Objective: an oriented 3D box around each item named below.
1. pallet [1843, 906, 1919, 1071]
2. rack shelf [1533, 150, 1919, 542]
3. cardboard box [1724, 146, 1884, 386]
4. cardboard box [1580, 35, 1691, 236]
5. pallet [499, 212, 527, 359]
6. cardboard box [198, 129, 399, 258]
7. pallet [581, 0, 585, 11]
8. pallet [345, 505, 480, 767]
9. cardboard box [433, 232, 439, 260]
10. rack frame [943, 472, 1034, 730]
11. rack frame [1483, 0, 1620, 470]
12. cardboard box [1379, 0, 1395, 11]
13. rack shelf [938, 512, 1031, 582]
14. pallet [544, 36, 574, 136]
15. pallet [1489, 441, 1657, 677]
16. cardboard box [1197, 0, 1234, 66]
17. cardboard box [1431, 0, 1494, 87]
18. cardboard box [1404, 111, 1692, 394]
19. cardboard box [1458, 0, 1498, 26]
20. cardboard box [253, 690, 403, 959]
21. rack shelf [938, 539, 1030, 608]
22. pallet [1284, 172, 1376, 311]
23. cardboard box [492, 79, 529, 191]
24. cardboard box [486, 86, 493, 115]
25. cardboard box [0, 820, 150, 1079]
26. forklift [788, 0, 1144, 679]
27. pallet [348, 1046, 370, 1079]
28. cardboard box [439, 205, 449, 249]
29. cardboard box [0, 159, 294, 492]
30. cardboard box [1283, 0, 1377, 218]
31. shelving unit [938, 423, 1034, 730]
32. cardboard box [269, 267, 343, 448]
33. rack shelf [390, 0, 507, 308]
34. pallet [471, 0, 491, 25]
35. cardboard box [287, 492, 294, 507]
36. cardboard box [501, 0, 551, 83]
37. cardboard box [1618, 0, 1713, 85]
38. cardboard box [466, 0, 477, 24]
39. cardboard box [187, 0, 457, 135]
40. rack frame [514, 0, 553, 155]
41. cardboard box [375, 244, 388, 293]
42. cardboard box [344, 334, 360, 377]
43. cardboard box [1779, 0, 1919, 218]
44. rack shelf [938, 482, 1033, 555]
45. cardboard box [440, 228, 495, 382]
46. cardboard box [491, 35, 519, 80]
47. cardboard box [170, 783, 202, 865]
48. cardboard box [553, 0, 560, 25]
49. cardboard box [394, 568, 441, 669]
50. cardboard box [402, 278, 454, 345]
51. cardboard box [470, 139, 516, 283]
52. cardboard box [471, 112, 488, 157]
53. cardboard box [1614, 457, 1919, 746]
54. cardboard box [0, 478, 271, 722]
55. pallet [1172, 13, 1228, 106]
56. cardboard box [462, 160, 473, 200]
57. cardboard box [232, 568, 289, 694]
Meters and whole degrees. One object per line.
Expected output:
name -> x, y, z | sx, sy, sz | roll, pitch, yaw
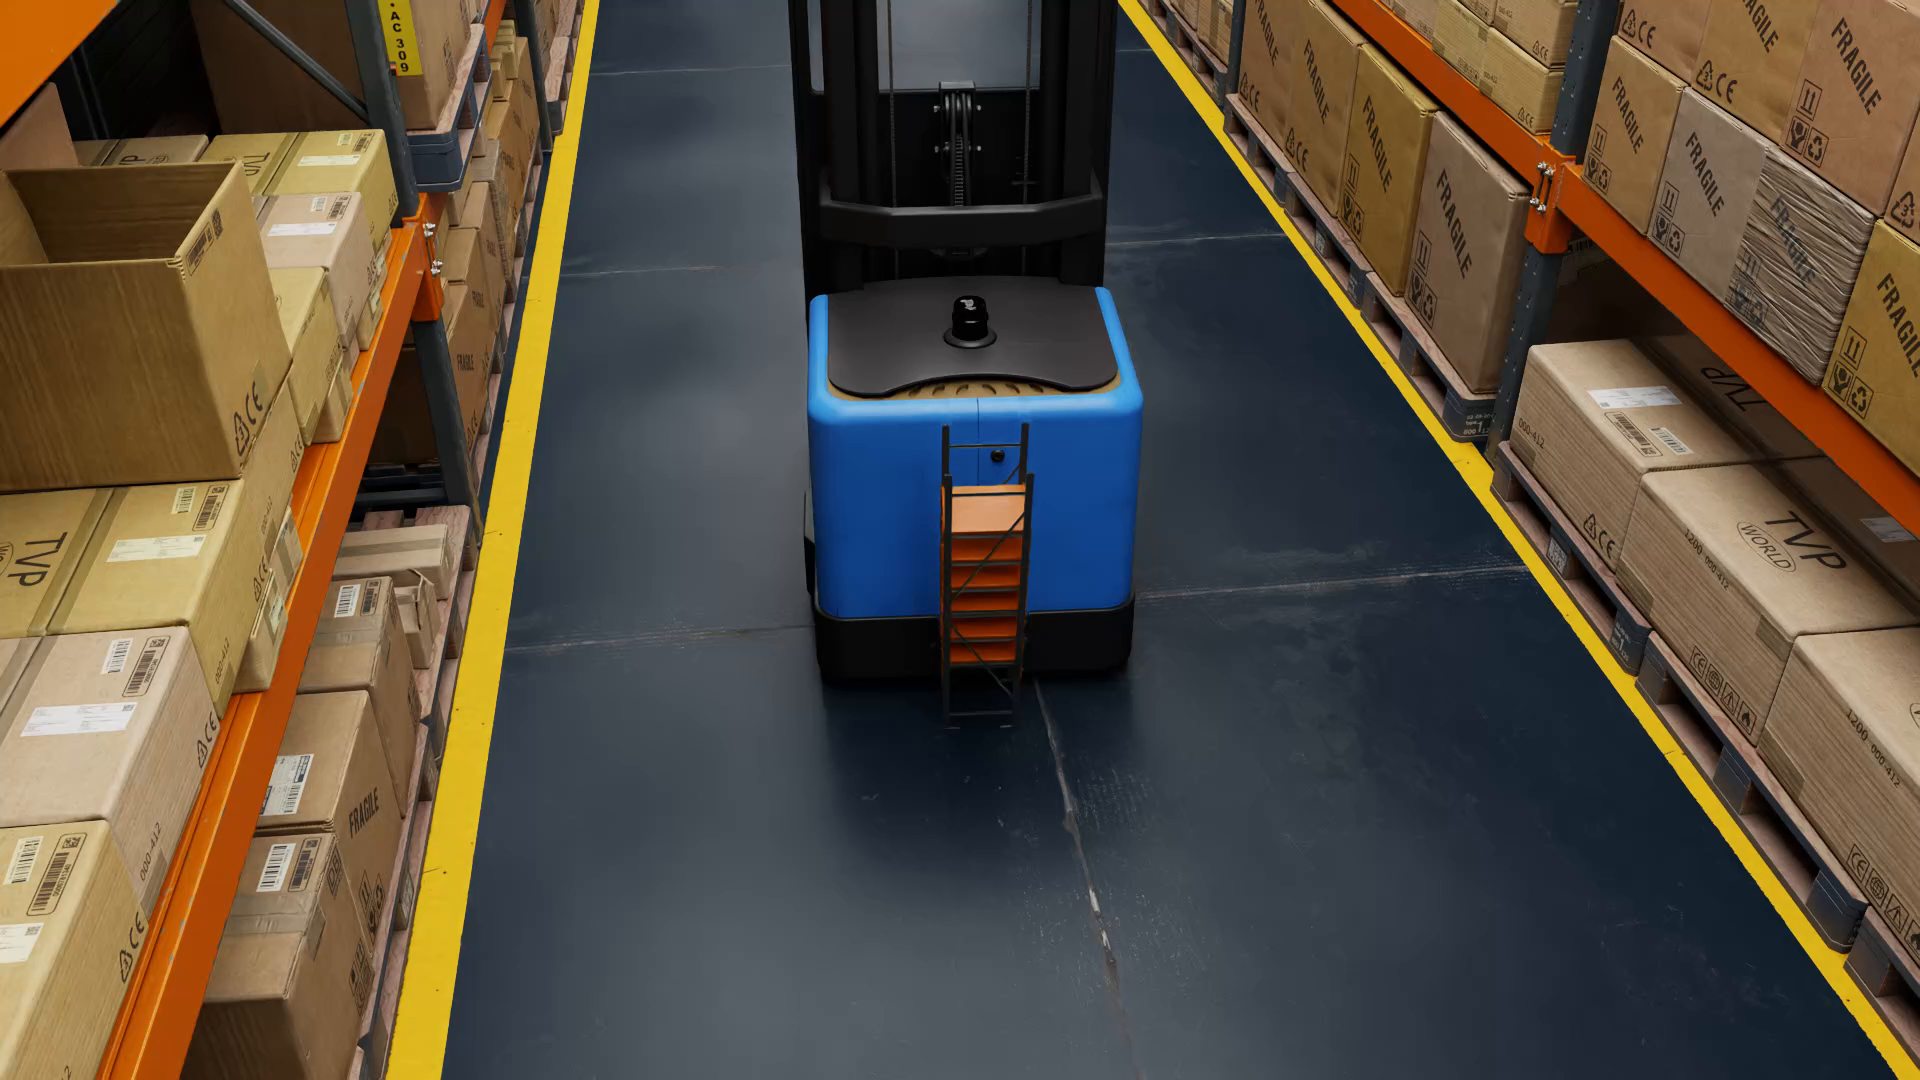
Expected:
pallet -> 2.980, 1.362, 4.064 | 1.003, 0.211, 1.213 | -4, 35, -6
rack shelf -> 2.896, -0.169, 4.473 | 1.077, 0.370, 4.000 | -4, 35, -6
cardboard box -> 2.555, -0.783, 4.646 | 0.500, 0.500, 0.500 | -4, 34, -6
cardboard box -> 2.431, -1.342, 5.467 | 0.500, 0.500, 0.500 | -3, 34, -5
pallet -> -2.605, -1.185, 7.802 | 1.003, 0.211, 1.213 | -4, 35, -6
cardboard box -> -1.981, -0.999, 4.922 | 0.500, 0.250, 0.500 | -4, 34, -5
pallet -> -3.229, -4.108, 12.091 | 1.003, 0.211, 1.213 | -4, 35, -6
pallet -> -2.200, 0.331, 5.576 | 1.003, 0.211, 1.213 | -4, 35, -6
cardboard box -> -2.158, -1.097, 6.203 | 0.380, 0.149, 0.250 | -6, 35, -9
rack frame -> 0.072, 0.214, 4.903 | 0.240, 1.200, 0.006 | -2, 49, -2
rack frame -> 2.627, -1.582, 5.908 | 1.000, 3.000, 0.127 | -4, 35, -6
cardboard box -> 2.127, -2.607, 7.545 | 0.500, 0.250, 0.500 | -4, 35, -6
rack shelf -> 0.070, 0.017, 4.815 | 0.258, 0.103, 0.180 | -2, 49, -2
pallet -> -2.901, -2.746, 10.093 | 1.003, 0.211, 1.213 | -4, 35, -6
pallet -> 2.652, 0.000, 6.062 | 1.003, 0.211, 1.213 | -4, 35, -6
cardboard box -> 2.023, -3.218, 10.269 | 0.950, 0.372, 0.625 | -7, 35, -10
cardboard box -> 2.250, -2.036, 6.707 | 0.500, 0.250, 0.500 | -5, 35, -7
cardboard box -> 2.464, -1.218, 6.887 | 0.875, 0.875, 0.875 | -3, 34, -5
cardboard box -> 2.252, -2.233, 6.552 | 0.500, 0.250, 0.500 | -4, 34, -5
cardboard box -> -1.790, 0.756, 4.323 | 0.500, 0.500, 0.500 | -4, 34, -5
rack shelf -> 0.068, 0.095, 4.906 | 0.258, 0.103, 0.180 | -2, 49, -2
pallet -> 2.281, -1.537, 8.318 | 1.003, 0.211, 1.213 | -4, 35, -6
cardboard box -> -2.502, -2.077, 8.481 | 0.500, 0.500, 0.500 | -5, 35, -7
cardboard box -> -2.462, -2.138, 7.994 | 0.380, 0.149, 0.250 | -3, 34, -5
cardboard box -> -1.547, 0.693, 2.438 | 0.500, 0.250, 0.500 | -4, 34, -6
forklift -> -0.039, -1.562, 5.940 | 1.130, 2.935, 3.031 | -2, 34, -3
pallet -> -1.871, 1.693, 3.578 | 1.003, 0.211, 1.213 | -4, 35, -6
cardboard box -> -2.286, -1.276, 6.730 | 0.380, 0.149, 0.250 | -5, 35, -7
cardboard box -> -1.749, -0.454, 3.455 | 0.500, 0.500, 0.500 | -4, 34, -5
cardboard box -> 2.216, -2.220, 8.358 | 0.875, 0.875, 0.875 | -4, 34, -6
shelving unit -> 0.067, 0.145, 4.963 | 0.258, 1.200, 0.189 | -2, 49, -2
cardboard box -> -1.845, -0.442, 4.104 | 0.500, 0.250, 0.500 | -5, 35, -7
rack shelf -> -2.560, -2.023, 7.194 | 1.077, 0.370, 4.000 | -4, 35, -6
pallet -> -2.563, -2.272, 7.091 | 1.003, 0.211, 1.213 | -4, 35, -6
cardboard box -> -1.808, -0.079, 3.926 | 0.380, 0.149, 0.250 | -4, 35, -6
cardboard box -> -2.899, -2.978, 9.692 | 0.875, 0.625, 0.625 | -3, 34, -5
cardboard box -> 2.451, -1.753, 5.182 | 0.500, 0.500, 0.500 | -4, 34, -6
cardboard box -> -2.098, -2.127, 6.453 | 0.396, 0.266, 0.258 | -3, 34, -4
cardboard box -> -2.134, -1.706, 5.628 | 0.700, 0.500, 0.500 | -4, 34, -5
rack frame -> -2.829, -3.436, 8.629 | 1.000, 3.000, 0.127 | -4, 35, -6
cardboard box -> -1.941, -0.798, 4.980 | 0.380, 0.149, 0.250 | -3, 34, -5
cardboard box -> -1.874, -0.506, 4.552 | 0.380, 0.149, 0.250 | -4, 34, -5
cardboard box -> 2.571, -1.184, 4.347 | 0.500, 0.500, 0.500 | -4, 34, -5
rack shelf -> 0.071, -0.061, 4.724 | 0.258, 0.103, 0.180 | -2, 49, -2
cardboard box -> -2.214, -0.928, 6.795 | 0.500, 0.500, 0.500 | -5, 35, -7
cardboard box -> -2.444, -2.439, 8.436 | 0.380, 0.149, 0.250 | -6, 35, -9
cardboard box -> -1.648, 0.499, 3.077 | 0.380, 0.149, 0.250 | -3, 34, -5
cardboard box -> -3.086, -3.717, 10.777 | 0.875, 0.625, 0.625 | -6, 35, -8
cardboard box -> -1.877, 0.240, 5.289 | 0.396, 0.266, 0.258 | -3, 34, -5
cardboard box -> -2.076, -0.833, 6.080 | 0.380, 0.149, 0.250 | -3, 34, -4
cardboard box -> -2.341, -1.497, 7.630 | 0.500, 0.500, 0.500 | -6, 35, -8
cardboard box -> -2.361, -1.847, 7.567 | 0.380, 0.149, 0.250 | -6, 35, -9
cardboard box -> 2.726, 0.161, 5.252 | 0.875, 0.438, 0.875 | -5, 35, -8
cardboard box -> -1.687, 0.129, 3.266 | 0.500, 0.250, 0.500 | -5, 35, -7
pallet -> 1.986, -3.098, 10.609 | 1.003, 0.211, 1.213 | -4, 35, -6
cardboard box -> -2.313, -1.557, 7.142 | 0.380, 0.149, 0.250 | -3, 34, -5
cardboard box -> -1.649, 0.205, 3.509 | 0.380, 0.149, 0.250 | -5, 35, -8
